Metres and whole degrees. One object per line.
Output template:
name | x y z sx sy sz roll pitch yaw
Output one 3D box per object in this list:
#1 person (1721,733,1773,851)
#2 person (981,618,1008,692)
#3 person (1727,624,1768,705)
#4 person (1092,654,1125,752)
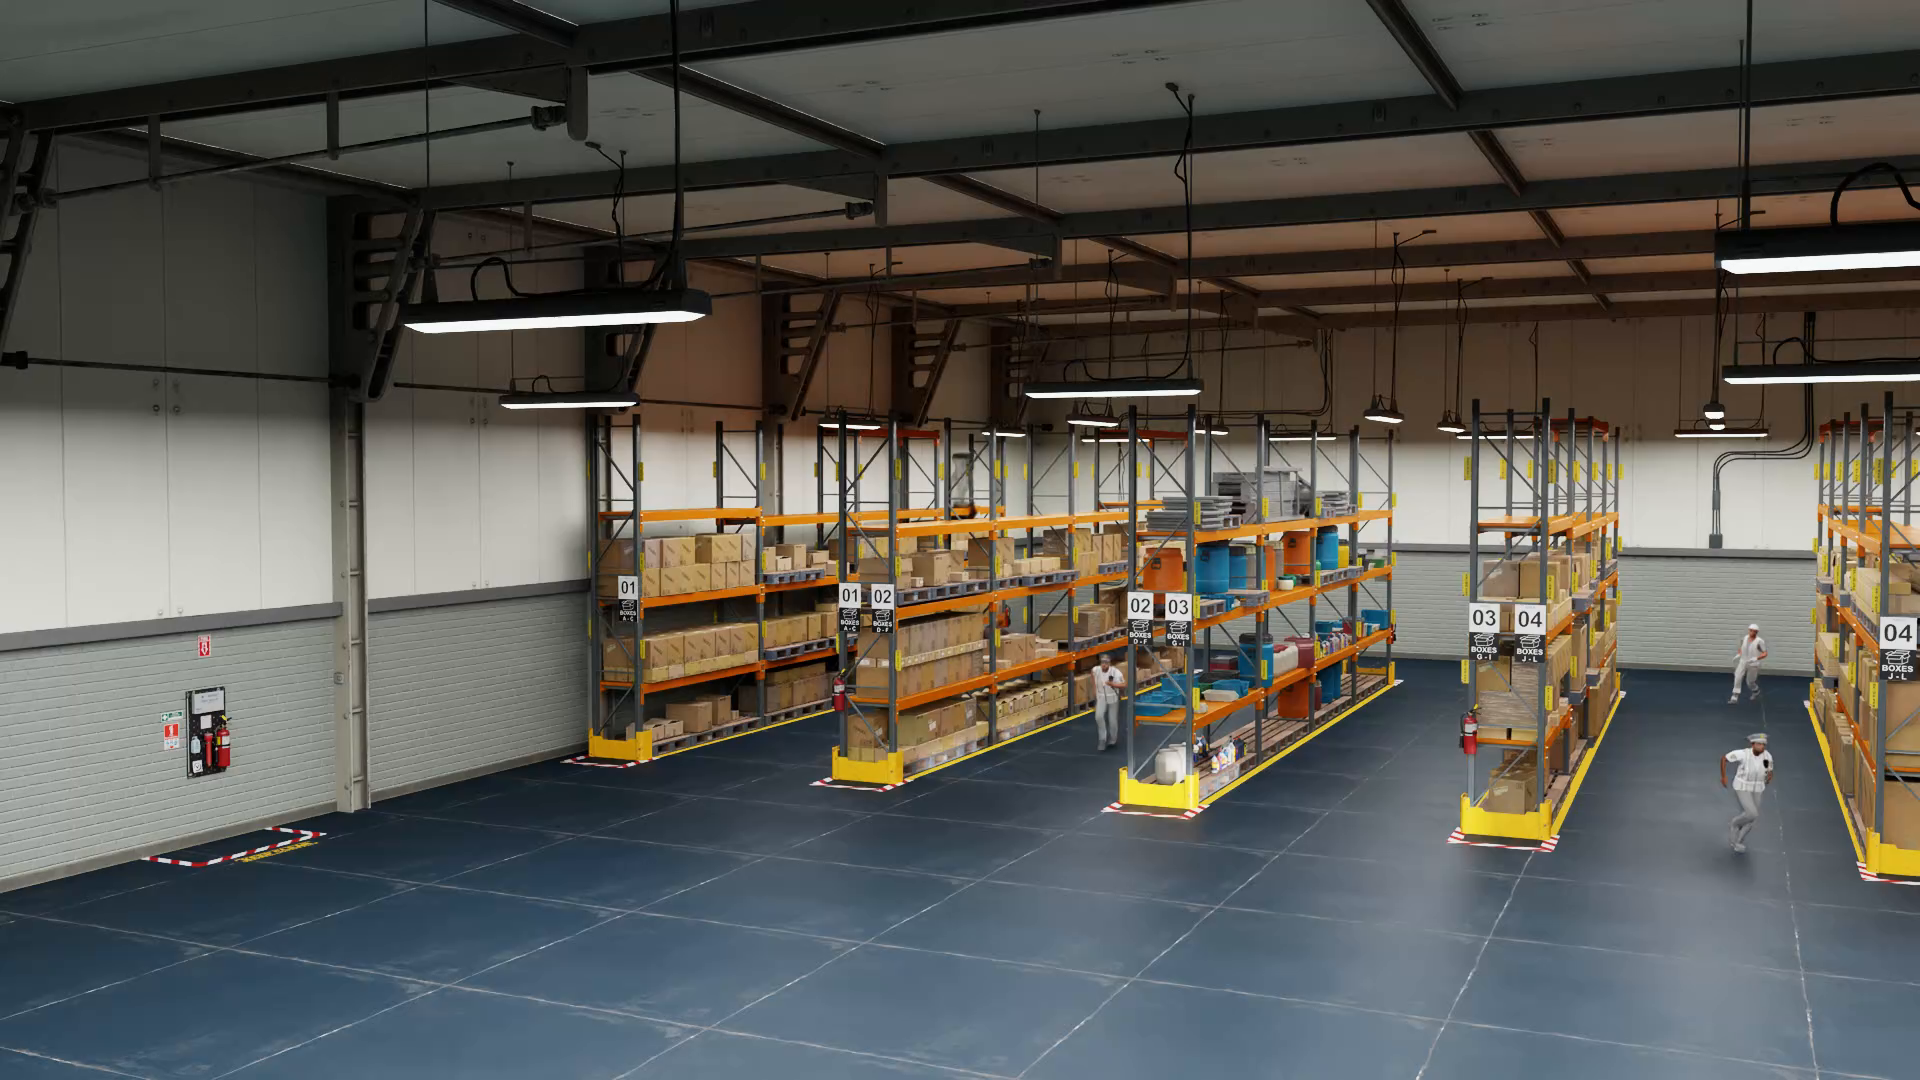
person | 10.349 3.302 21.778 0.562 1.610 0.725 0 2 -8
person | 0.683 2.597 36.821 0.749 1.801 0.969 1 3 31
person | 16.826 2.650 35.417 0.993 1.742 0.717 -2 3 -36
person | 2.669 2.919 29.940 0.650 1.777 0.947 1 2 14
